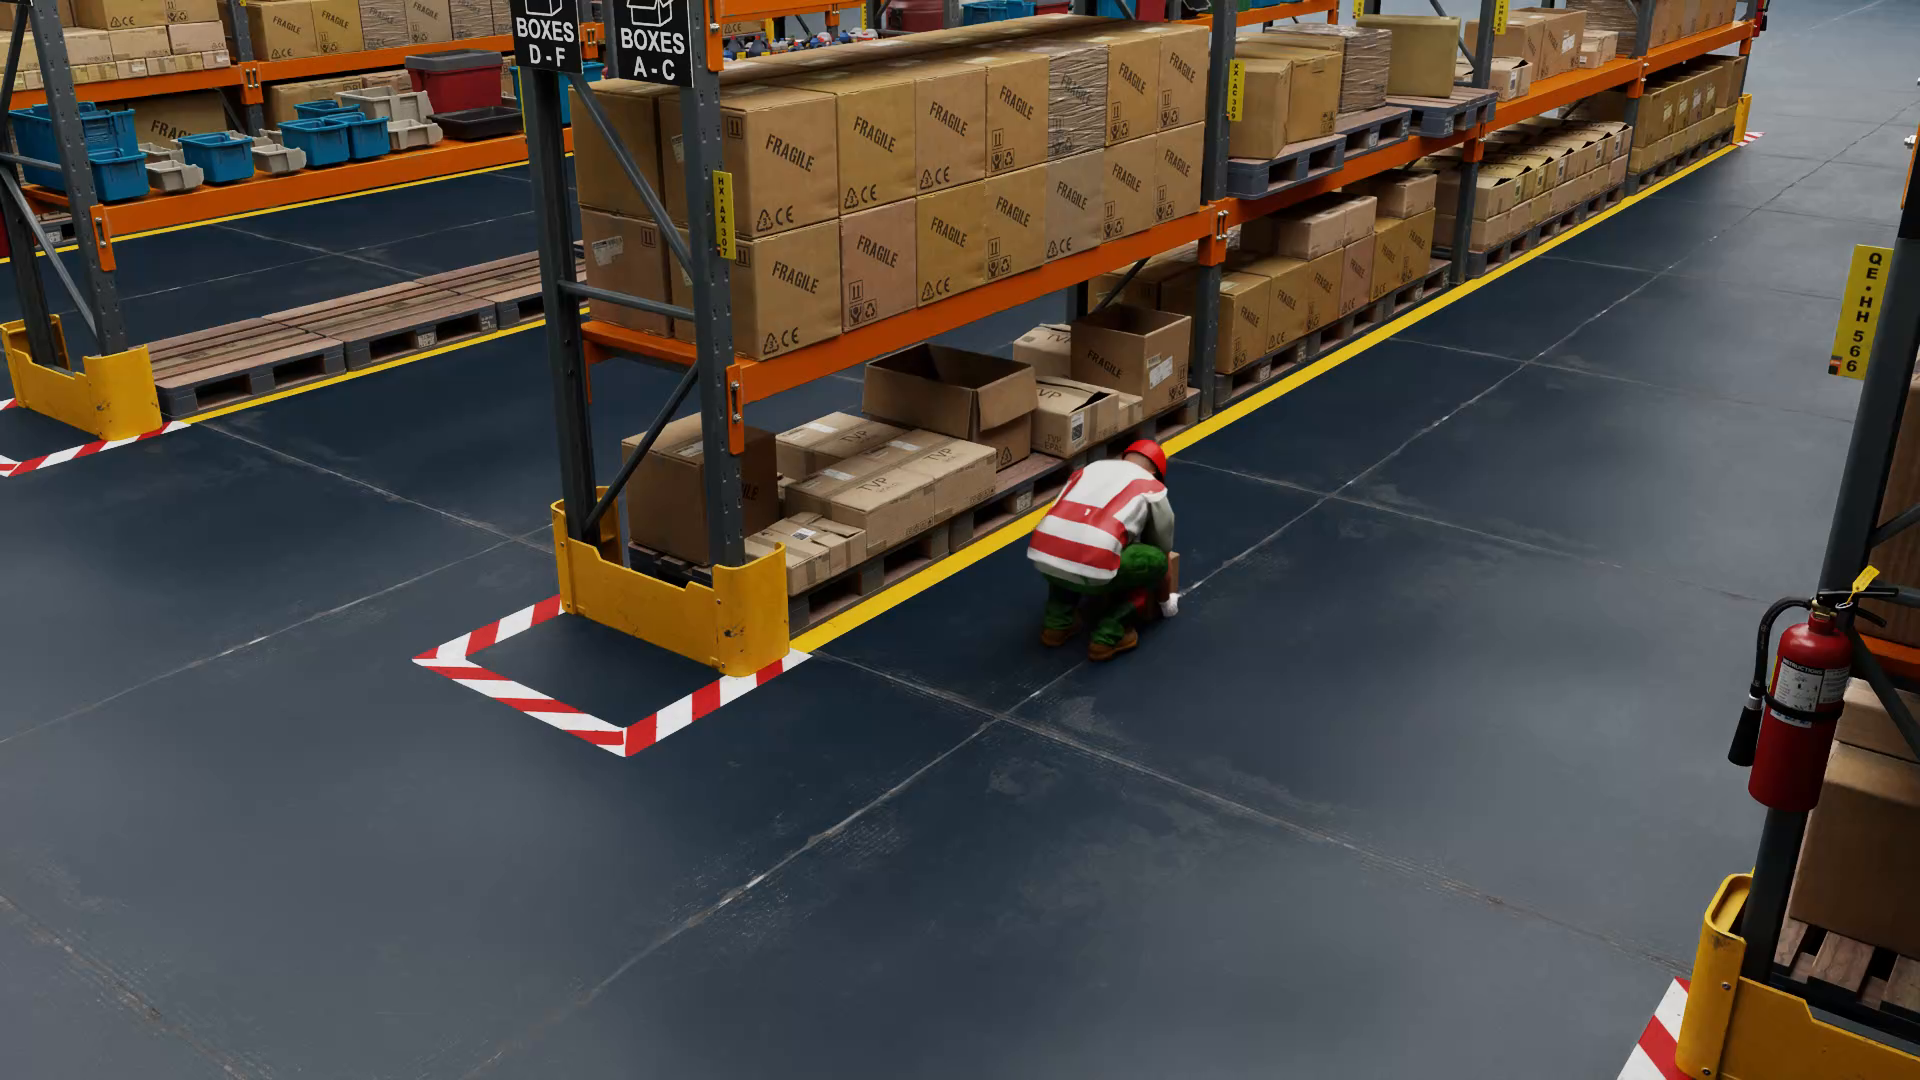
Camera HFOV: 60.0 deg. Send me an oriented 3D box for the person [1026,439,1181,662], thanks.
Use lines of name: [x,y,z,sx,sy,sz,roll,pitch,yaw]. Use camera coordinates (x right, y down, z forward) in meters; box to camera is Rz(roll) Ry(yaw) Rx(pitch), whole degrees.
person: [0.649,0.065,7.269,0.536,0.830,0.941,16,28,32]
